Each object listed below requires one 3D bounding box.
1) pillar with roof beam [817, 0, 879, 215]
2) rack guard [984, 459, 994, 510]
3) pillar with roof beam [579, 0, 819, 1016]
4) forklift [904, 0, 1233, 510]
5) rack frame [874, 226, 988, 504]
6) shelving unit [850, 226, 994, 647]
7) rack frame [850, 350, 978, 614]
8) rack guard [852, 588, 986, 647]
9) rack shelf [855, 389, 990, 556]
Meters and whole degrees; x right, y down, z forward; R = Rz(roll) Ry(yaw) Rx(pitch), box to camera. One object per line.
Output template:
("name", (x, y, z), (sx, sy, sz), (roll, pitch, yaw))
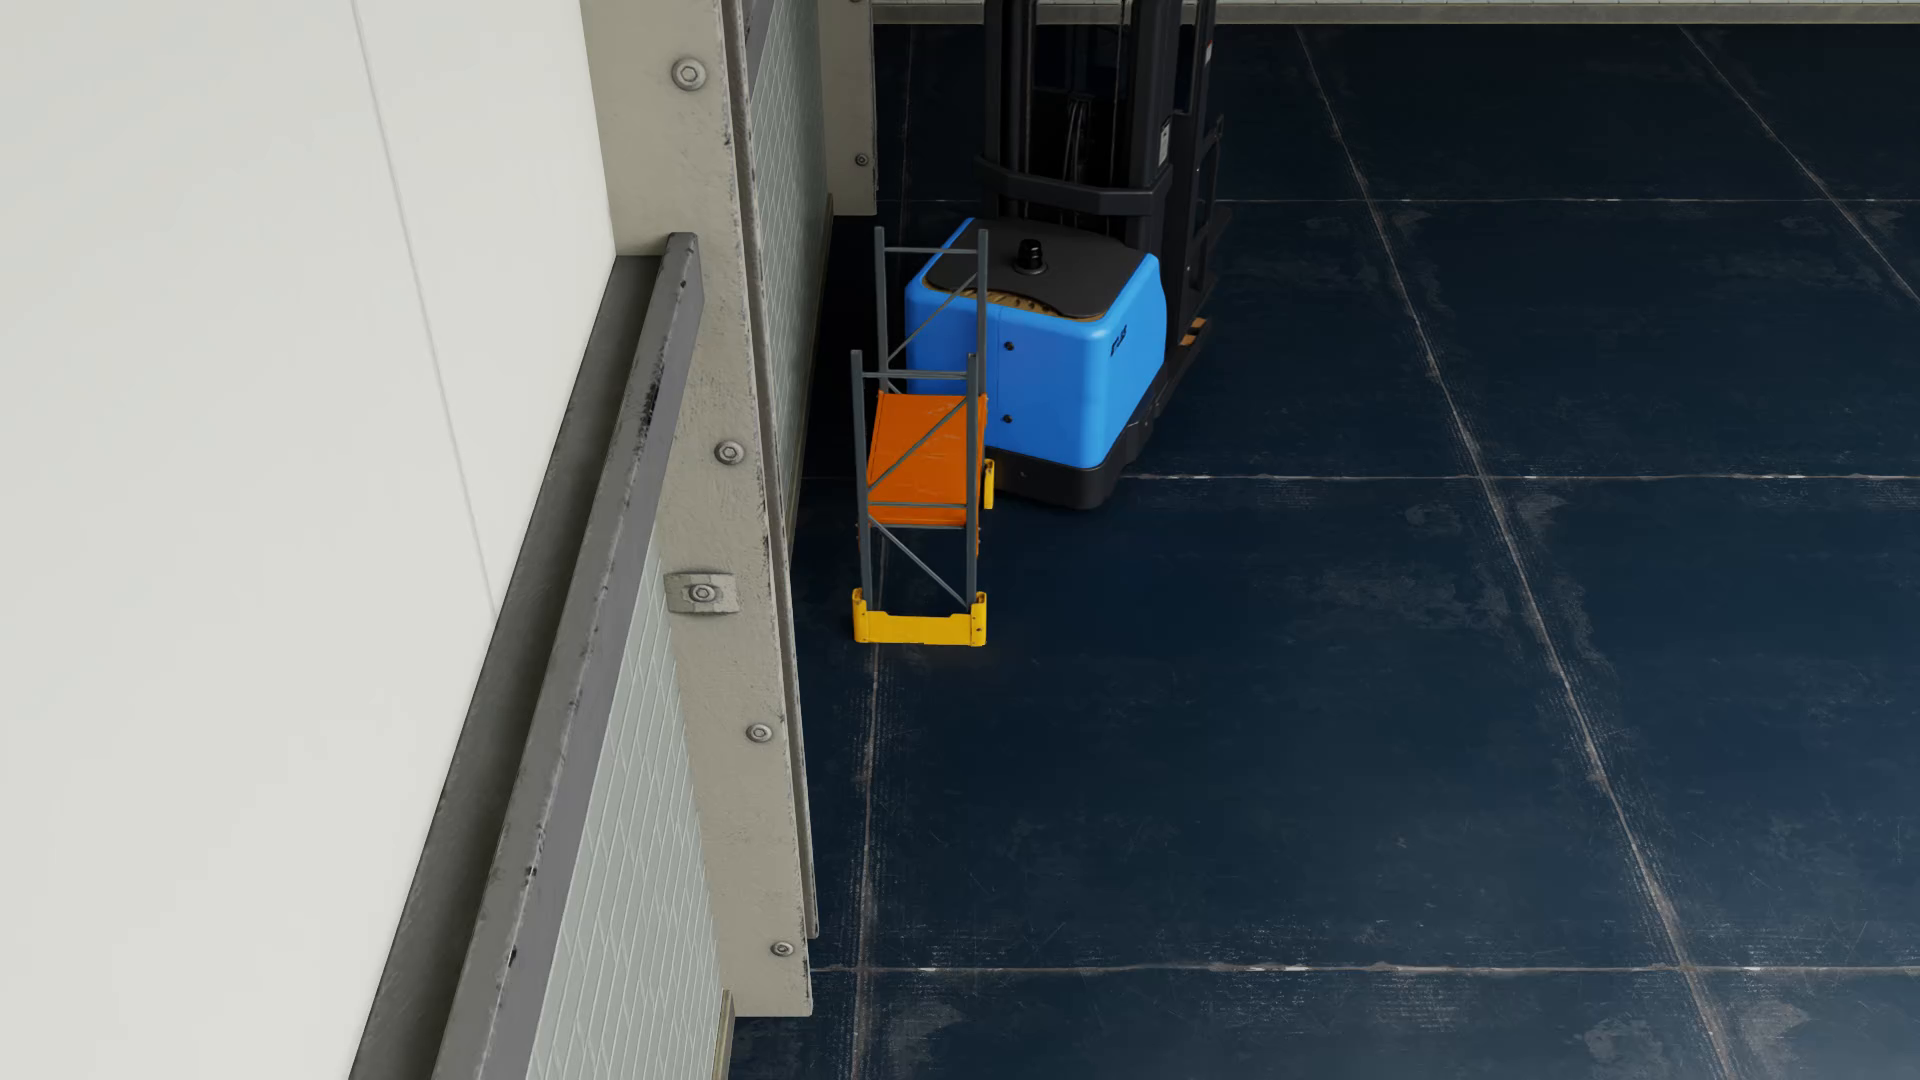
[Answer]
("pillar with roof beam", (3.618, -5.704, 7.918), (9.100, 9.000, 0.400), (0, 39, 0))
("rack guard", (-0.129, -0.279, 8.144), (0.587, 0.250, 0.087), (2, 39, 2))
("pillar with roof beam", (3.625, -1.952, 3.236), (9.100, 9.000, 0.400), (0, 39, 0))
("forklift", (0.767, -2.212, 8.412), (1.130, 2.935, 3.031), (15, 41, 18))
("rack frame", (-0.128, -0.779, 7.768), (0.500, 1.500, 0.032), (2, 39, 2))
("shelving unit", (-0.154, -0.456, 7.365), (0.587, 1.500, 1.083), (2, 39, 2))
("rack frame", (-0.179, -0.144, 6.976), (0.500, 1.500, 0.032), (2, 39, 2))
("rack guard", (-0.179, 0.343, 7.368), (0.587, 0.250, 0.087), (2, 39, 2))
("rack shelf", (-0.154, -0.321, 7.485), (0.538, 0.185, 1.000), (2, 39, 2))
